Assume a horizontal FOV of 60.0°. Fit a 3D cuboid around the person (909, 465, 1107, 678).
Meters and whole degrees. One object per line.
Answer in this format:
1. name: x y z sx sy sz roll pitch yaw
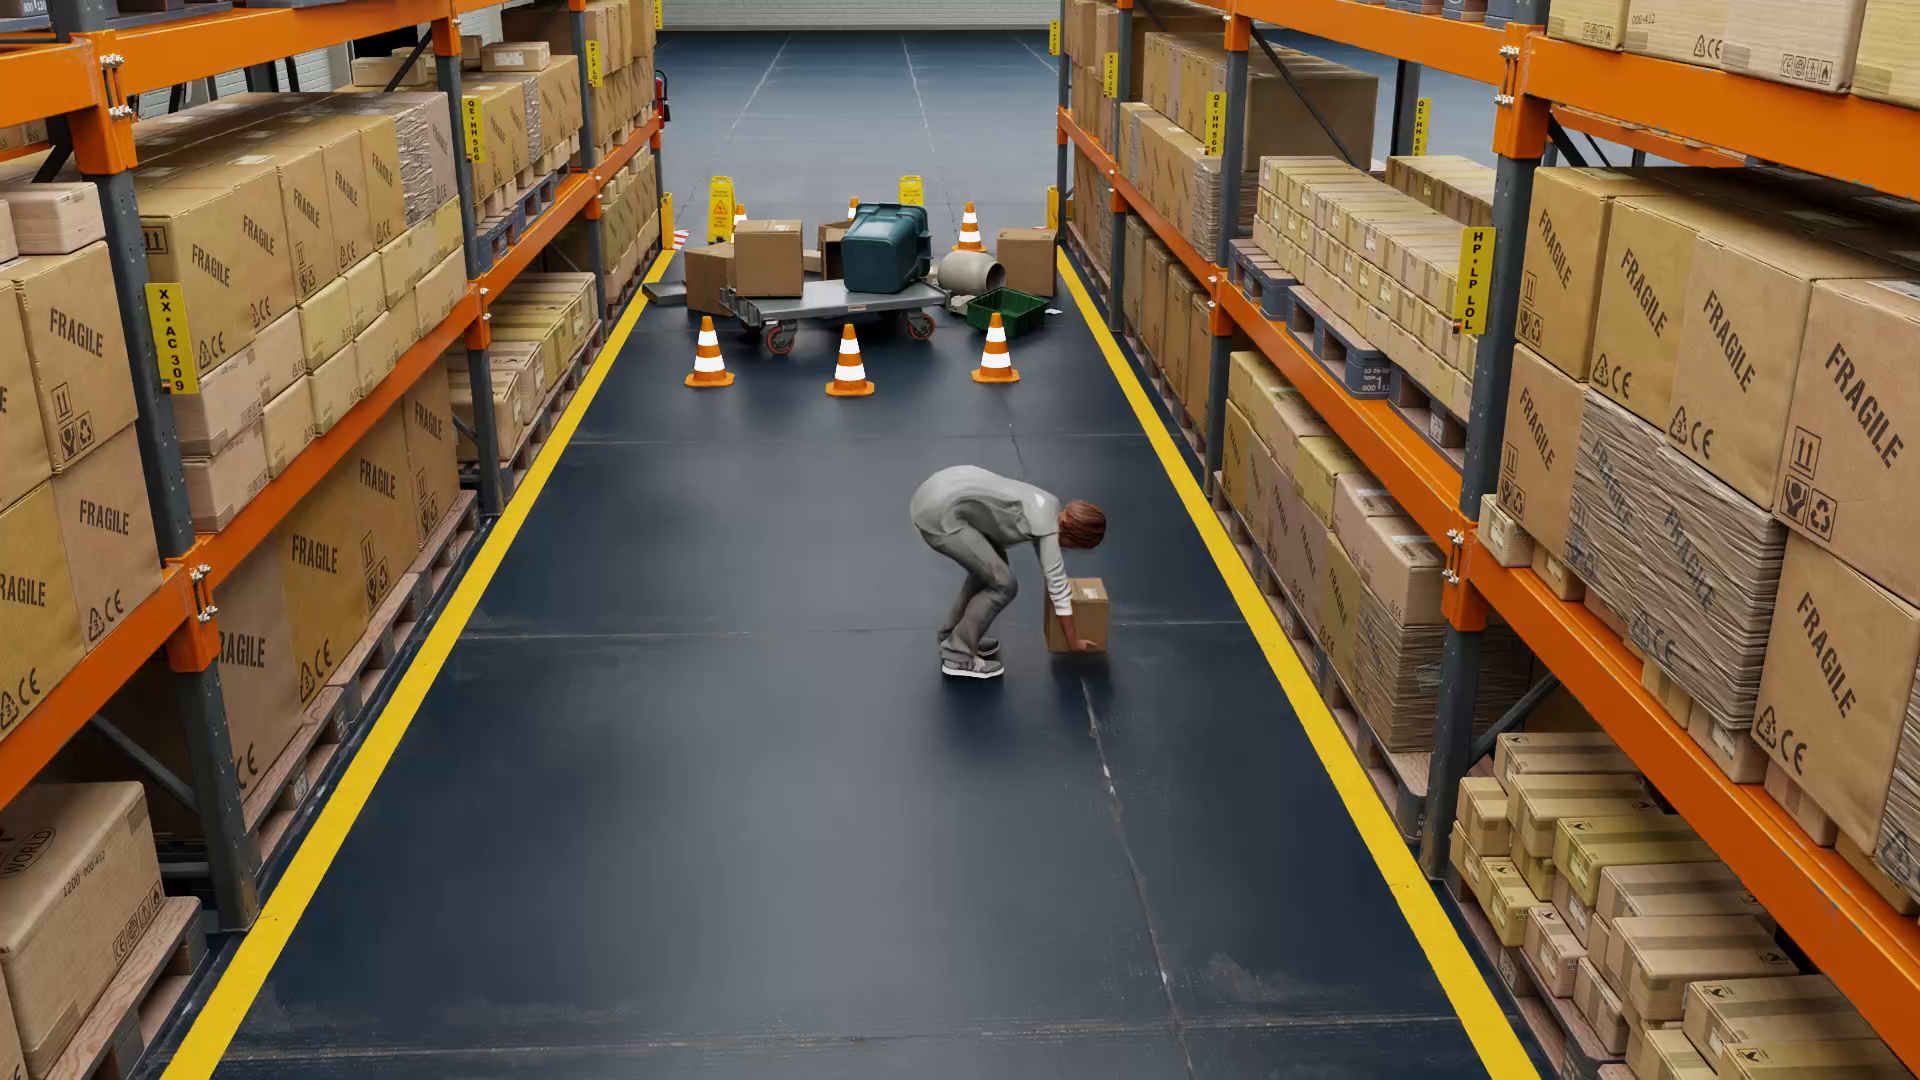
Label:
1. person: 0.209 0.123 7.239 0.858 0.911 0.420 -2 21 -6
